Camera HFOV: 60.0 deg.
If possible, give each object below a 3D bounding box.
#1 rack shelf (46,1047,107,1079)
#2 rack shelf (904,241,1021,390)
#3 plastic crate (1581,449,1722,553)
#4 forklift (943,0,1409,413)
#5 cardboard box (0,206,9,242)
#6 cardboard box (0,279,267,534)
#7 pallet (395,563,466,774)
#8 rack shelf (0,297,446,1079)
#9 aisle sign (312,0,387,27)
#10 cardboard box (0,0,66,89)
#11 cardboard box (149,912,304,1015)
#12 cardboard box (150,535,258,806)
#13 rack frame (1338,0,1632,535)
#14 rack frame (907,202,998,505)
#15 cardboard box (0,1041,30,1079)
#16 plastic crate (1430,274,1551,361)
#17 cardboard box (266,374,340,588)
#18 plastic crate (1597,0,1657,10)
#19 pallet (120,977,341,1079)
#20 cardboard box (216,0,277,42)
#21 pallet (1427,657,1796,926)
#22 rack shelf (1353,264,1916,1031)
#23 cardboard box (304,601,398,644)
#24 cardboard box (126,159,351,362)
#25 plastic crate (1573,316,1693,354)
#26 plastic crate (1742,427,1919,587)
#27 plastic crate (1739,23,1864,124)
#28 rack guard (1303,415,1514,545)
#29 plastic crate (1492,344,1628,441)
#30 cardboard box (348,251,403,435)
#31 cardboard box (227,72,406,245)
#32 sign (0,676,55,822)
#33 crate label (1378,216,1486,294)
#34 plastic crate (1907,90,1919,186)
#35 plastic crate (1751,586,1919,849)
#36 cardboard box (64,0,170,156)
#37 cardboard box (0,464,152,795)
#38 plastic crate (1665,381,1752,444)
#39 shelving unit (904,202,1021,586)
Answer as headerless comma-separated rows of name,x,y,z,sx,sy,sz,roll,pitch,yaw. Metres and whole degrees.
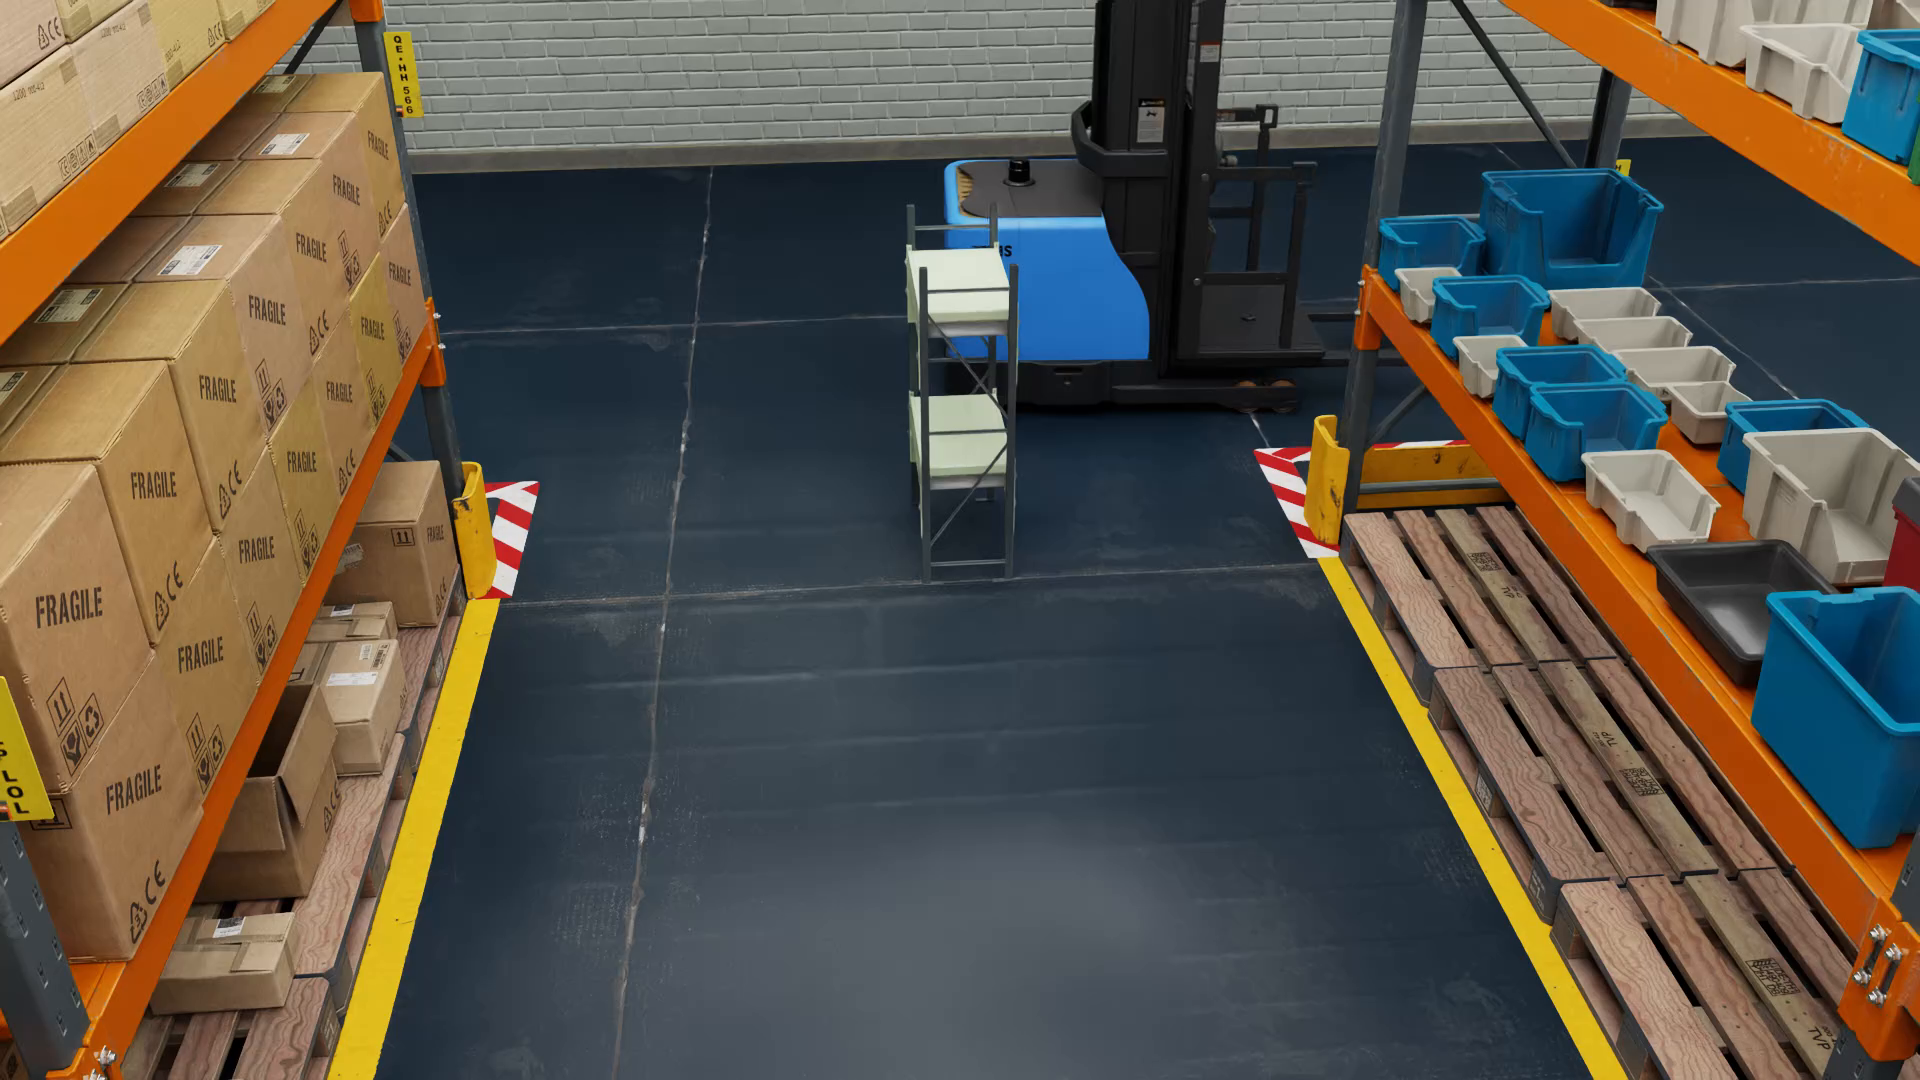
rack shelf,-2.123,2.242,1.773,1.077,0.370,4.000,-3,31,-5
rack shelf,0.001,-0.976,7.160,0.431,0.370,0.720,-3,31,-5
plastic crate,2.161,-0.111,5.209,0.293,0.136,0.466,-3,31,-5
forklift,1.427,-2.209,8.591,3.031,2.935,1.130,-1,31,-1
cardboard box,-2.109,-0.571,3.003,0.500,0.250,0.500,-3,31,-5
cardboard box,-2.170,-0.340,4.322,0.500,0.500,0.500,-4,31,-6
pallet,-2.601,0.513,6.686,1.003,0.211,1.213,-3,31,-5
rack shelf,-2.496,0.200,5.192,1.077,0.370,4.000,-3,31,-5
aisle sign,-2.385,-2.296,6.133,0.394,0.787,0.004,-3,31,-5
cardboard box,-2.156,-1.041,3.302,0.500,0.250,0.500,-3,31,-5
cardboard box,-2.224,1.274,5.026,0.380,0.166,0.250,-3,31,-5
cardboard box,-2.137,0.335,4.167,0.500,0.500,0.500,-2,31,-4
rack frame,2.249,-1.366,7.111,1.000,3.000,0.127,-3,31,-5
rack frame,-0.034,-0.827,7.673,0.400,1.500,0.023,-3,31,-5
cardboard box,-2.645,1.519,4.290,0.500,0.500,0.500,-3,31,-5
plastic crate,2.006,-0.841,6.338,0.416,0.233,0.300,-3,31,-5
cardboard box,-2.230,-0.180,5.030,0.500,0.500,0.500,-3,31,-5
plastic crate,2.118,-1.833,5.030,0.504,0.338,0.767,-3,31,-5
pallet,-2.373,1.759,4.600,1.003,0.211,1.213,-3,31,-5
cardboard box,-2.277,-1.593,4.714,0.500,0.250,0.500,-3,31,-5
pallet,2.398,0.876,6.078,1.003,0.211,1.213,-3,31,-5
rack shelf,2.436,-0.036,5.586,1.077,0.370,4.000,-3,31,-5
cardboard box,-2.439,0.374,6.532,0.380,0.166,0.250,-3,31,-5
cardboard box,-2.267,-0.866,5.202,0.500,0.500,0.500,-2,31,-3
plastic crate,2.518,-0.722,6.232,0.396,0.136,0.243,-3,31,-5
plastic crate,2.663,-0.087,5.027,0.437,0.282,0.530,-3,31,-5
plastic crate,2.125,-1.129,4.047,0.293,0.136,0.466,-3,31,-5
rack guard,2.234,-0.304,7.772,1.175,0.500,0.348,-3,31,-5
plastic crate,2.067,-0.505,5.776,0.416,0.233,0.300,-3,31,-5
cardboard box,-2.318,-0.693,5.887,0.500,0.500,0.500,-2,31,-4
cardboard box,-2.368,-1.388,6.076,0.500,0.500,0.500,-3,31,-5
sign,-1.757,0.387,3.049,0.100,0.325,0.005,-3,31,-5
crate label,1.944,-1.178,6.901,0.416,0.233,0.303,-3,31,-5
plastic crate,2.282,-0.722,3.315,0.450,0.188,0.662,-3,31,-5
plastic crate,2.239,0.436,4.052,0.392,0.384,0.575,-3,31,-5
cardboard box,-2.197,-1.082,3.858,0.500,0.250,0.500,-3,31,-5
cardboard box,-2.073,0.186,3.441,0.500,0.500,0.500,-2,31,-3
plastic crate,2.614,-0.430,5.744,0.298,0.136,0.250,-3,31,-5
shelving unit,0.001,-0.640,7.360,0.431,1.500,0.755,-3,31,-5
